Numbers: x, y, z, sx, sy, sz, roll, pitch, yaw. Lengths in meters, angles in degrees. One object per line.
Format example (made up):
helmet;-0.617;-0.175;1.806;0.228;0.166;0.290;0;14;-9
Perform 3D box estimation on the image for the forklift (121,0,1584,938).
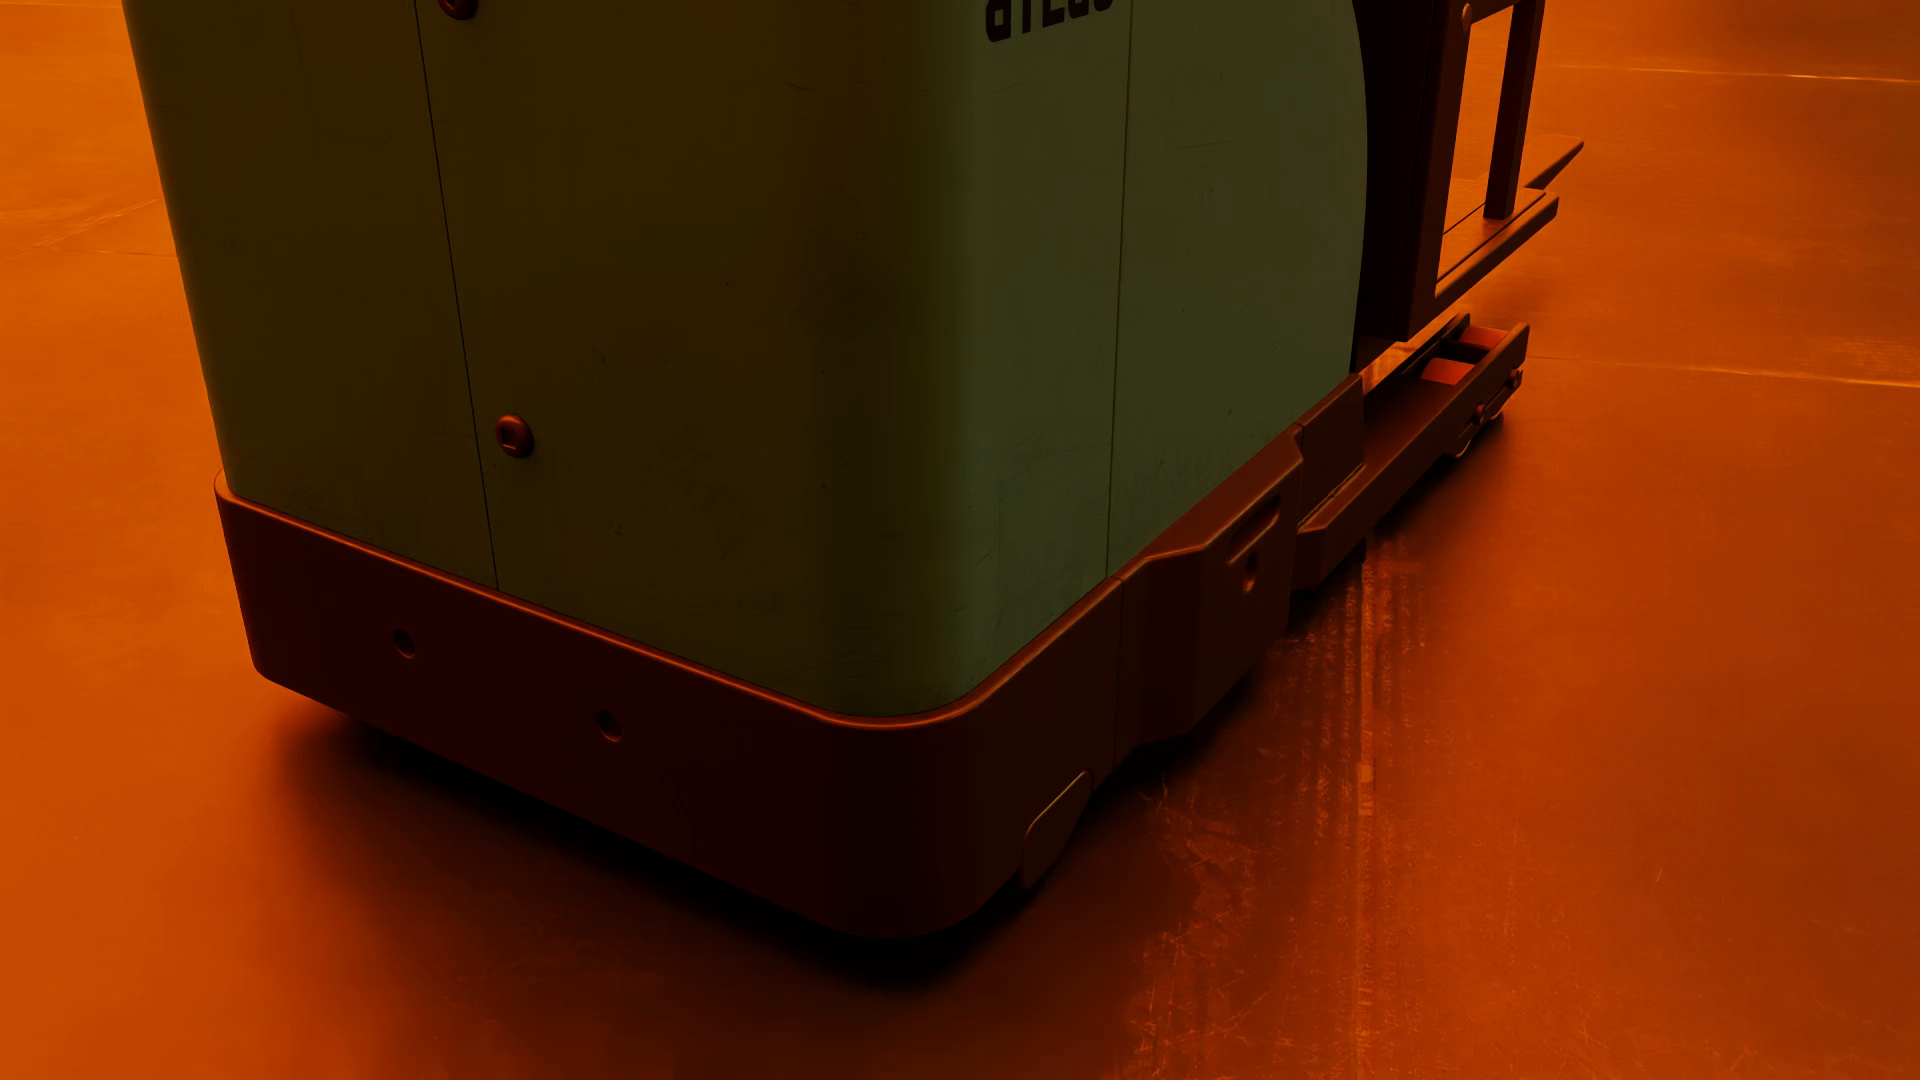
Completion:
forklift;0.339;-1.547;2.312;1.130;2.935;3.031;16;31;29
